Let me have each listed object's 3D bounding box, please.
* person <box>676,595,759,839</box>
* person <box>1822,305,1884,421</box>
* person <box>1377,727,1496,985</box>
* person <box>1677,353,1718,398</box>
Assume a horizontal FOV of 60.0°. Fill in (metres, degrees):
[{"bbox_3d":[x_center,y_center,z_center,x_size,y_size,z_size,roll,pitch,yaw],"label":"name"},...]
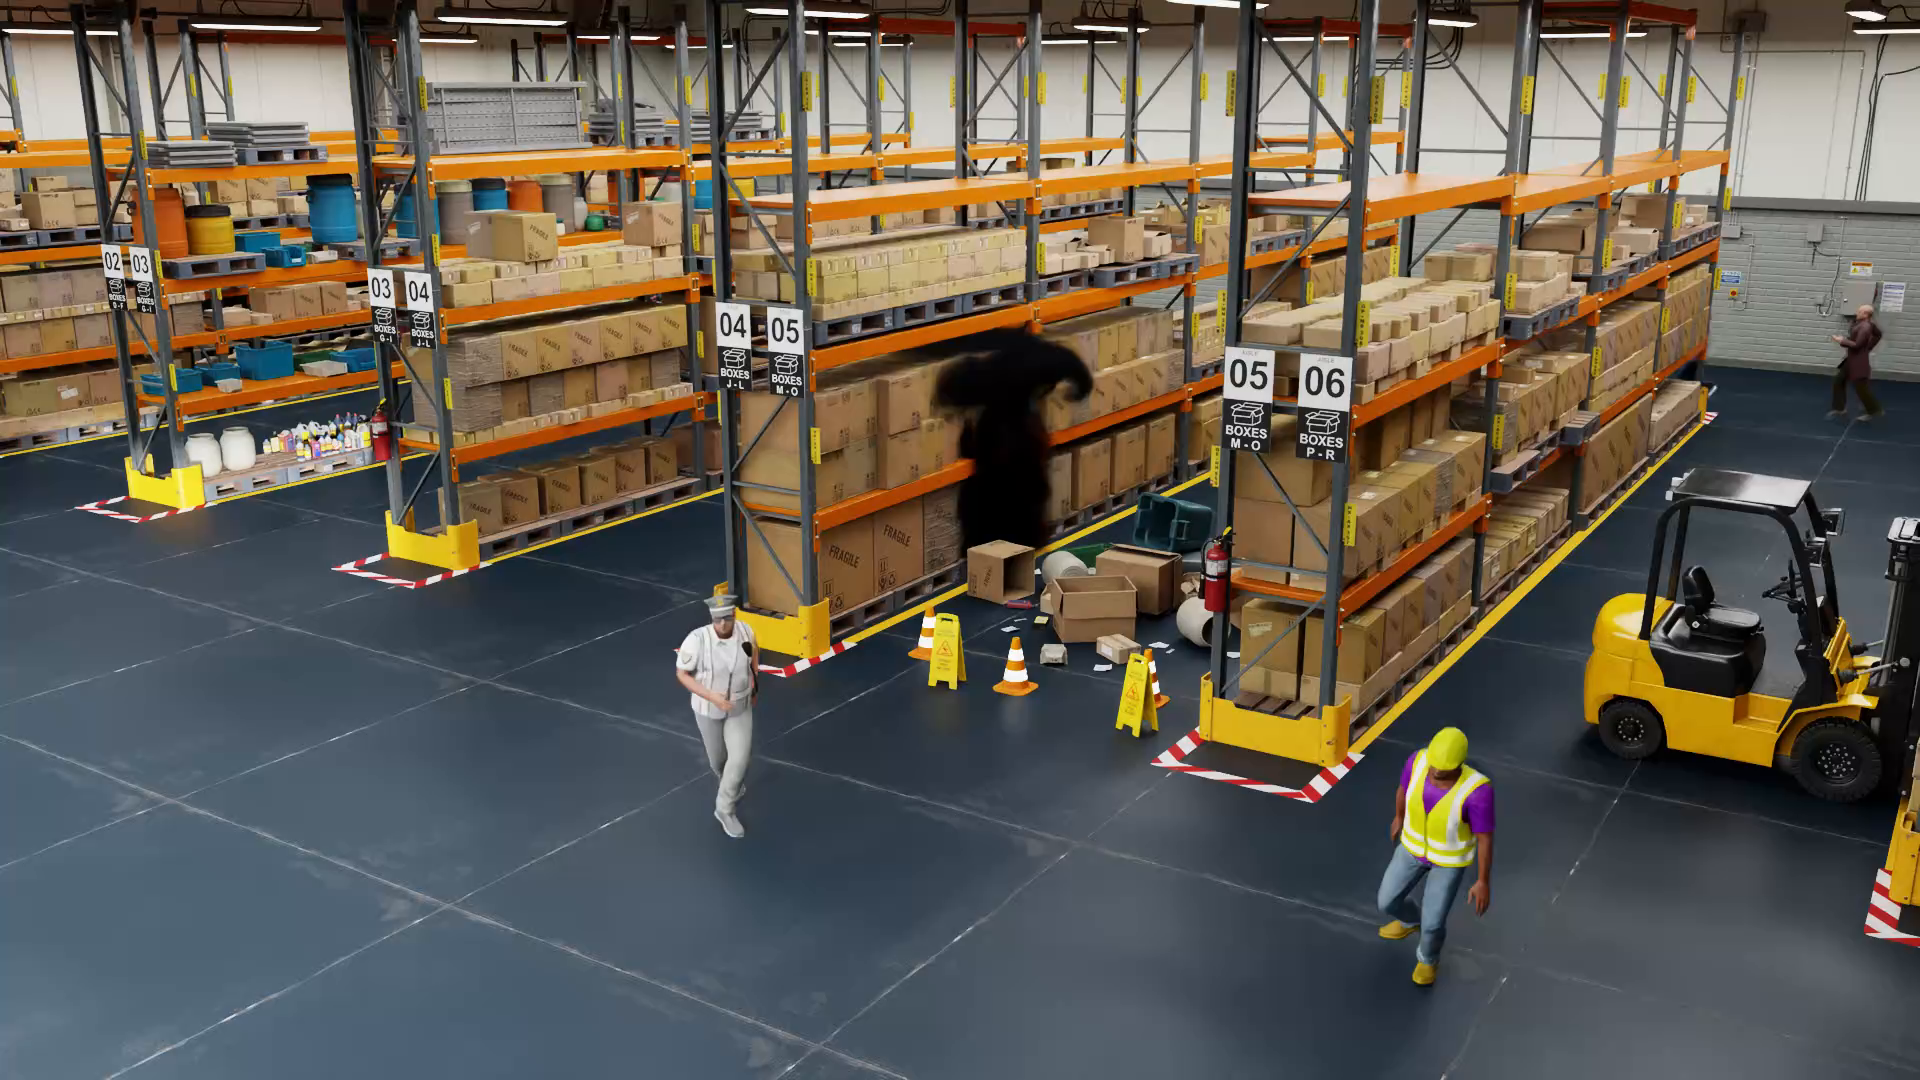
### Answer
[{"bbox_3d":[-1.718,1.161,11.834,0.630,1.753,0.833,-5,16,-17],"label":"person"},{"bbox_3d":[13.819,-2.686,25.552,0.867,1.848,0.694,8,17,26],"label":"person"},{"bbox_3d":[2.733,1.796,9.576,0.809,1.680,0.652,14,21,41],"label":"person"},{"bbox_3d":[11.892,-2.896,26.771,0.651,1.558,0.546,14,21,42],"label":"person"}]
